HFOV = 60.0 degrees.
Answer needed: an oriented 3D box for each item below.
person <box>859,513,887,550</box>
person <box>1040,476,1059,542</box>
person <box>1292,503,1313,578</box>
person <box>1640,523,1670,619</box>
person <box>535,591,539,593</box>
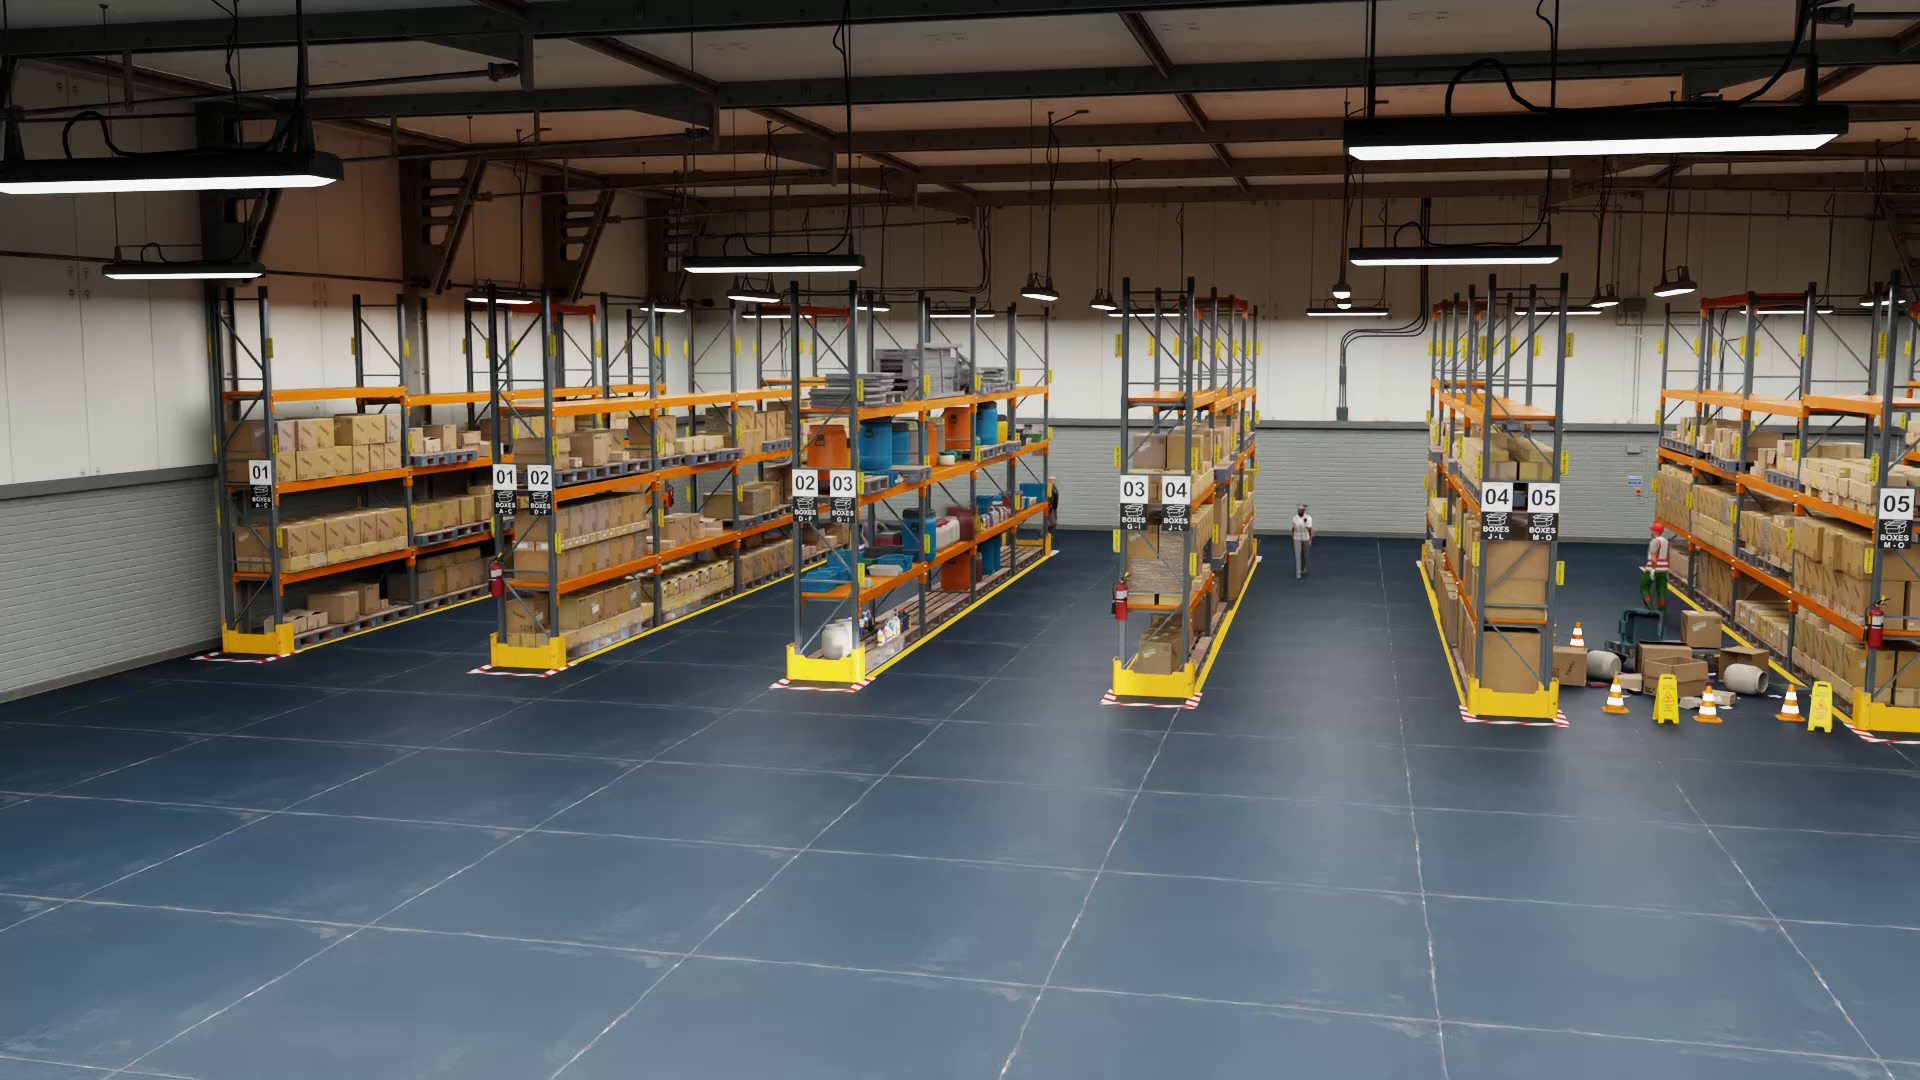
[{"bbox_3d":[-1.854,0.114,35.895,0.520,1.511,0.786,3,7,24],"label":"person"},{"bbox_3d":[2.321,-0.798,42.921,0.466,1.722,0.572,3,7,26],"label":"person"},{"bbox_3d":[7.511,-0.010,36.481,0.448,1.620,1.021,1,7,11],"label":"person"},{"bbox_3d":[12.909,0.587,30.727,0.516,1.779,0.536,-1,7,-6],"label":"person"},{"bbox_3d":[-8.563,0.266,34.136,0.499,1.630,0.443,4,8,32],"label":"person"}]
